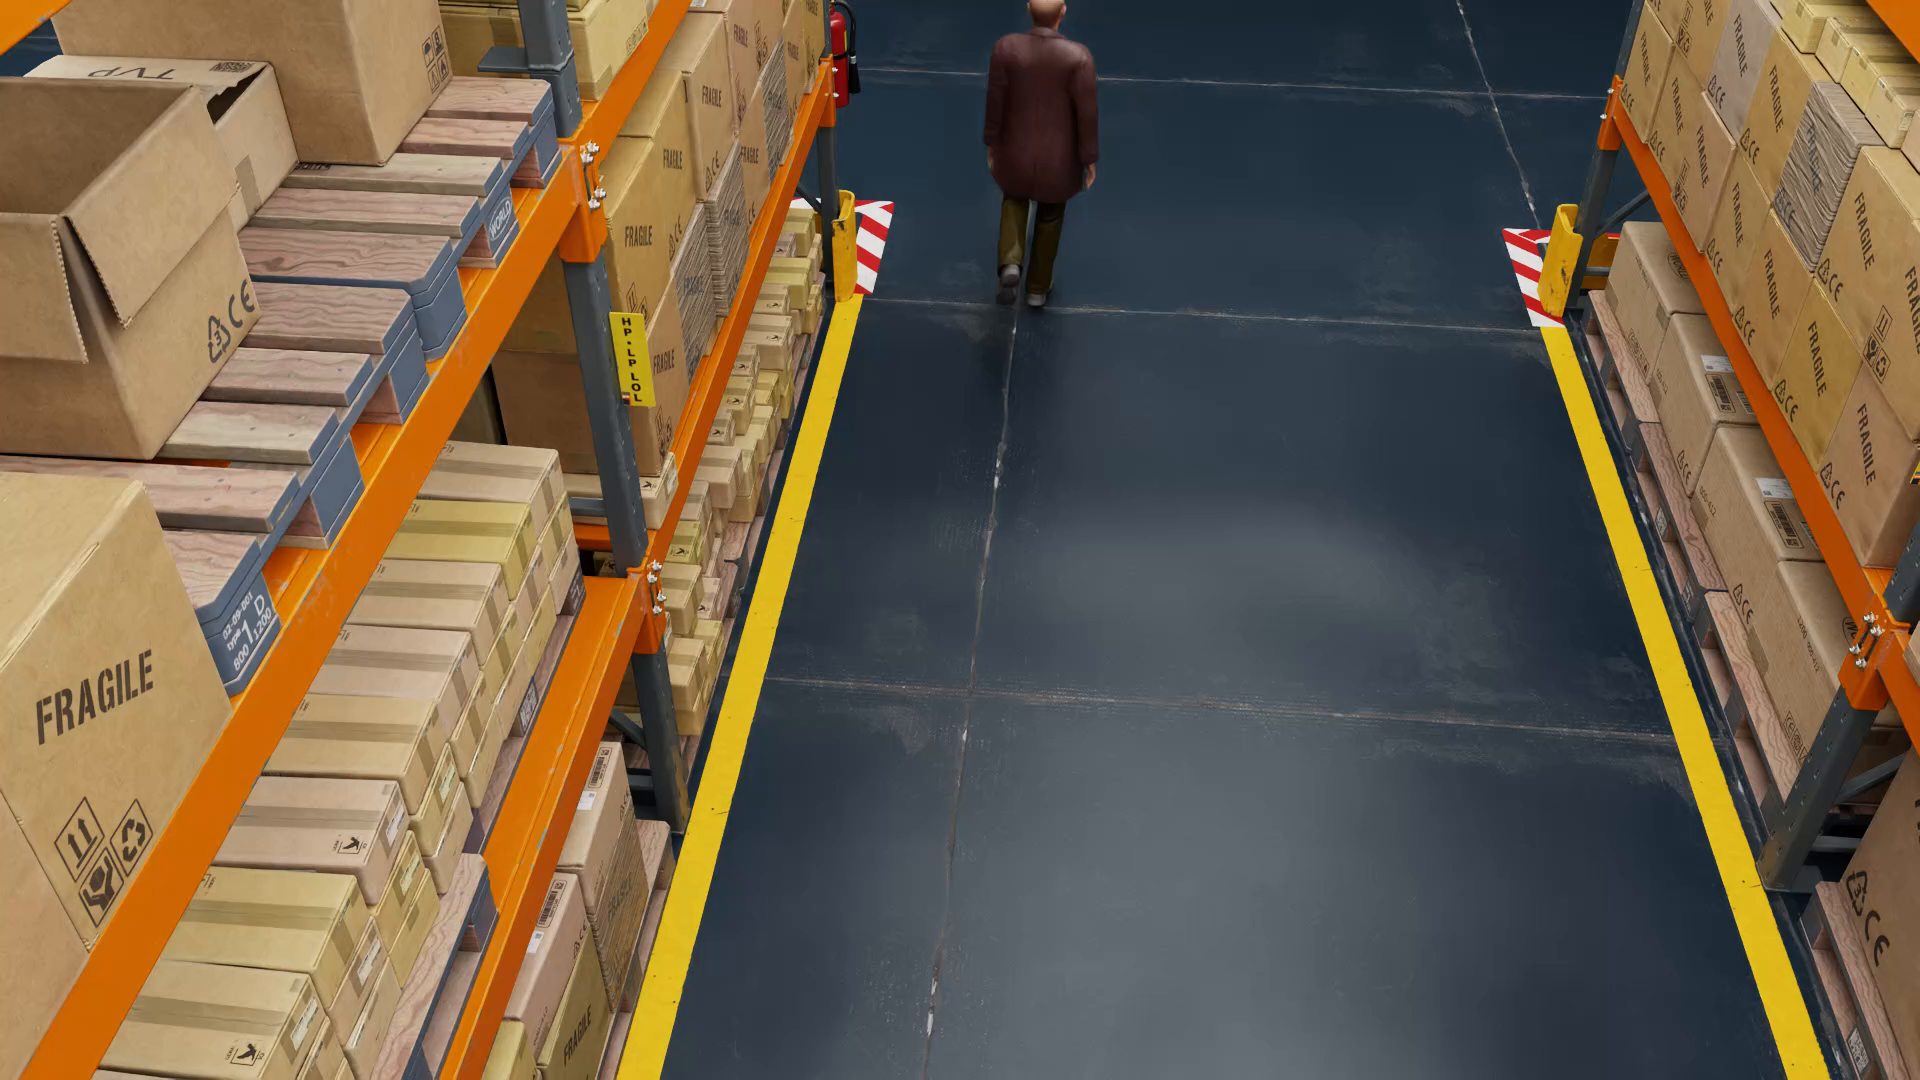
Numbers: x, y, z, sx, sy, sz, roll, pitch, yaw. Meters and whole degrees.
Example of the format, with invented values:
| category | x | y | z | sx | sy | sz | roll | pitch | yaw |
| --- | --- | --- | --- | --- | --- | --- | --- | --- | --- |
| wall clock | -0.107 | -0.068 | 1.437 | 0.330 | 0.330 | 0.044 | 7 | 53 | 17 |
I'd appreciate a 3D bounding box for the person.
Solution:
| category | x | y | z | sx | sy | sz | roll | pitch | yaw |
| --- | --- | --- | --- | --- | --- | --- | --- | --- | --- |
| person | 0.404 | -1.979 | 8.525 | 0.622 | 1.774 | 0.628 | 10 | 41 | 12 |
